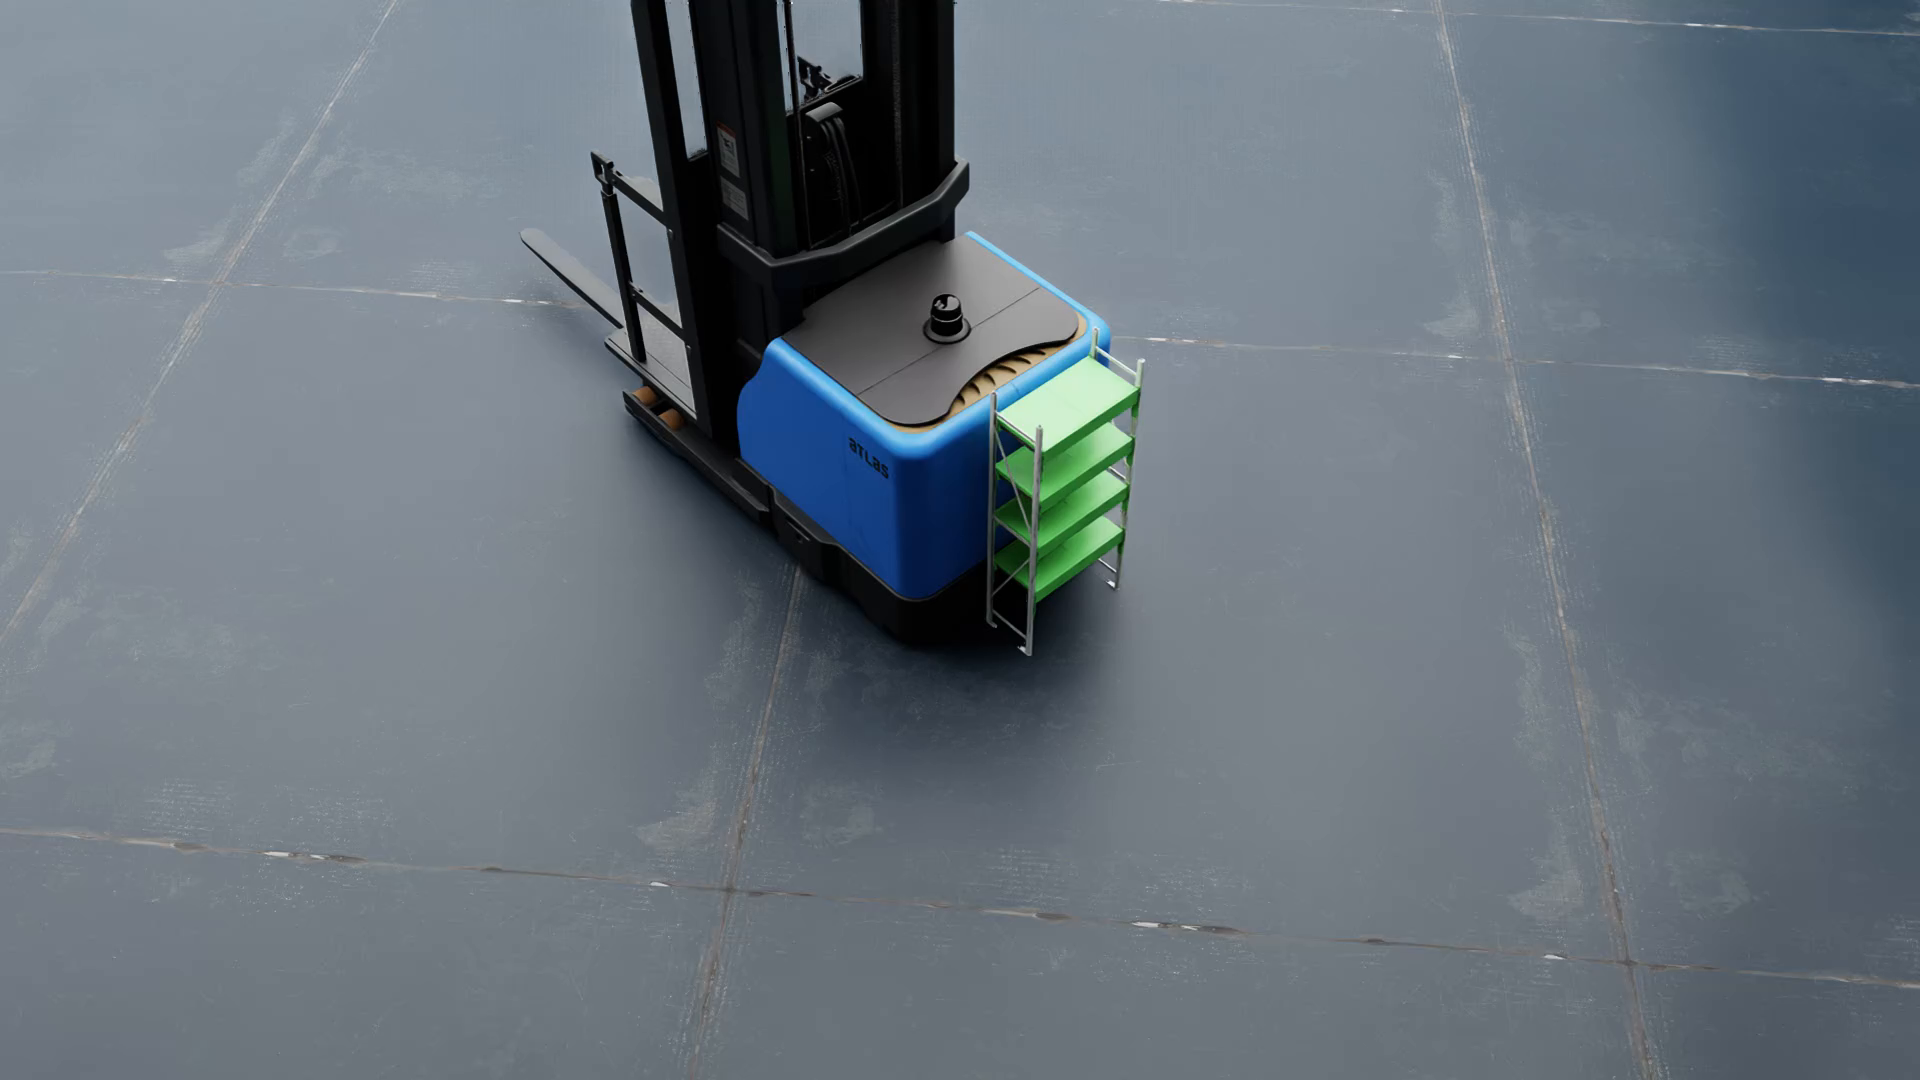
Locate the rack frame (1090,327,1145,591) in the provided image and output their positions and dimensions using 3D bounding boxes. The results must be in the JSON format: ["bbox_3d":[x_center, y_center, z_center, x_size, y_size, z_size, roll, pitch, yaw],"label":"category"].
[{"bbox_3d":[0.547,-0.271,6.185,0.015,1.200,0.240,-34,56,-27],"label":"rack frame"}]

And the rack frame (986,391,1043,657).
[{"bbox_3d":[0.188,-0.027,5.962,0.015,1.200,0.240,-34,56,-27],"label":"rack frame"}]

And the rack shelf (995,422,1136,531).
[{"bbox_3d":[0.367,-0.268,5.943,0.480,0.148,0.258,-34,56,-27],"label":"rack shelf"}]

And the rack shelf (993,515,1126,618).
[{"bbox_3d":[0.367,0.056,6.297,0.480,0.148,0.258,-34,56,-27],"label":"rack shelf"}]

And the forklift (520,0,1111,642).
[{"bbox_3d":[-0.795,-1.608,6.234,1.130,2.935,3.031,-34,56,-27],"label":"forklift"}]

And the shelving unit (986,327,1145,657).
[{"bbox_3d":[0.367,-0.149,6.073,0.503,1.200,0.258,-34,56,-27],"label":"shelving unit"}]

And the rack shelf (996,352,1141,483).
[{"bbox_3d":[0.367,-0.430,5.766,0.480,0.148,0.258,-34,56,-27],"label":"rack shelf"}]

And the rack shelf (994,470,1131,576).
[{"bbox_3d":[0.367,-0.106,6.120,0.480,0.148,0.258,-34,56,-27],"label":"rack shelf"}]
